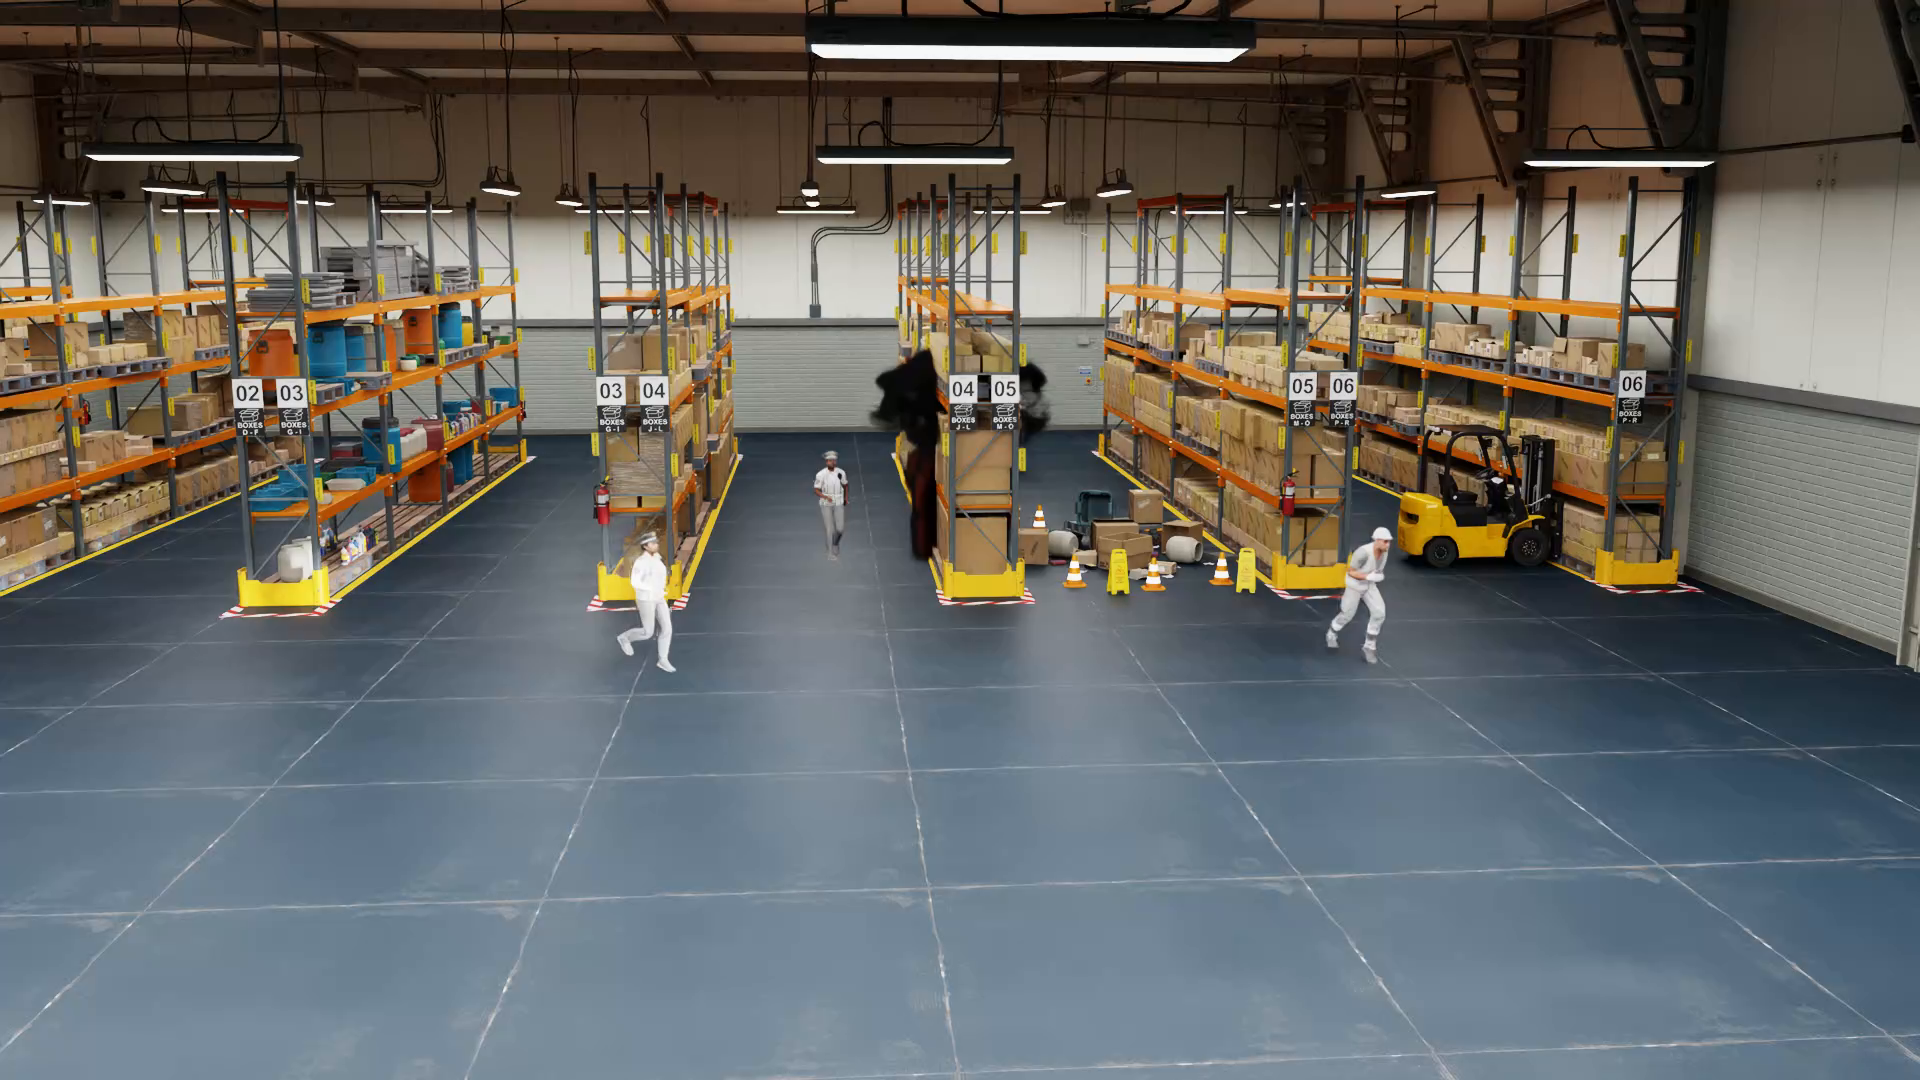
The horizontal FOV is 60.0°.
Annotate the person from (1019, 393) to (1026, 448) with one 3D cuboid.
[{"bbox_3d":[1.216,-2.495,37.774,0.526,1.730,0.719,-2,10,-12],"label":"person"}]

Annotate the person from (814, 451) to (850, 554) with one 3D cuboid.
[{"bbox_3d":[-1.914,-0.550,25.186,0.569,1.593,0.497,-3,10,-15],"label":"person"}]

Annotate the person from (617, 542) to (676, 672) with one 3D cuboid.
[{"bbox_3d":[-3.740,0.755,19.909,0.817,1.653,0.620,5,11,28],"label":"person"}]

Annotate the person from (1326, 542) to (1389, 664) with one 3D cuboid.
[{"bbox_3d":[4.897,0.734,20.408,0.672,1.537,1.007,-6,12,-30],"label":"person"}]
